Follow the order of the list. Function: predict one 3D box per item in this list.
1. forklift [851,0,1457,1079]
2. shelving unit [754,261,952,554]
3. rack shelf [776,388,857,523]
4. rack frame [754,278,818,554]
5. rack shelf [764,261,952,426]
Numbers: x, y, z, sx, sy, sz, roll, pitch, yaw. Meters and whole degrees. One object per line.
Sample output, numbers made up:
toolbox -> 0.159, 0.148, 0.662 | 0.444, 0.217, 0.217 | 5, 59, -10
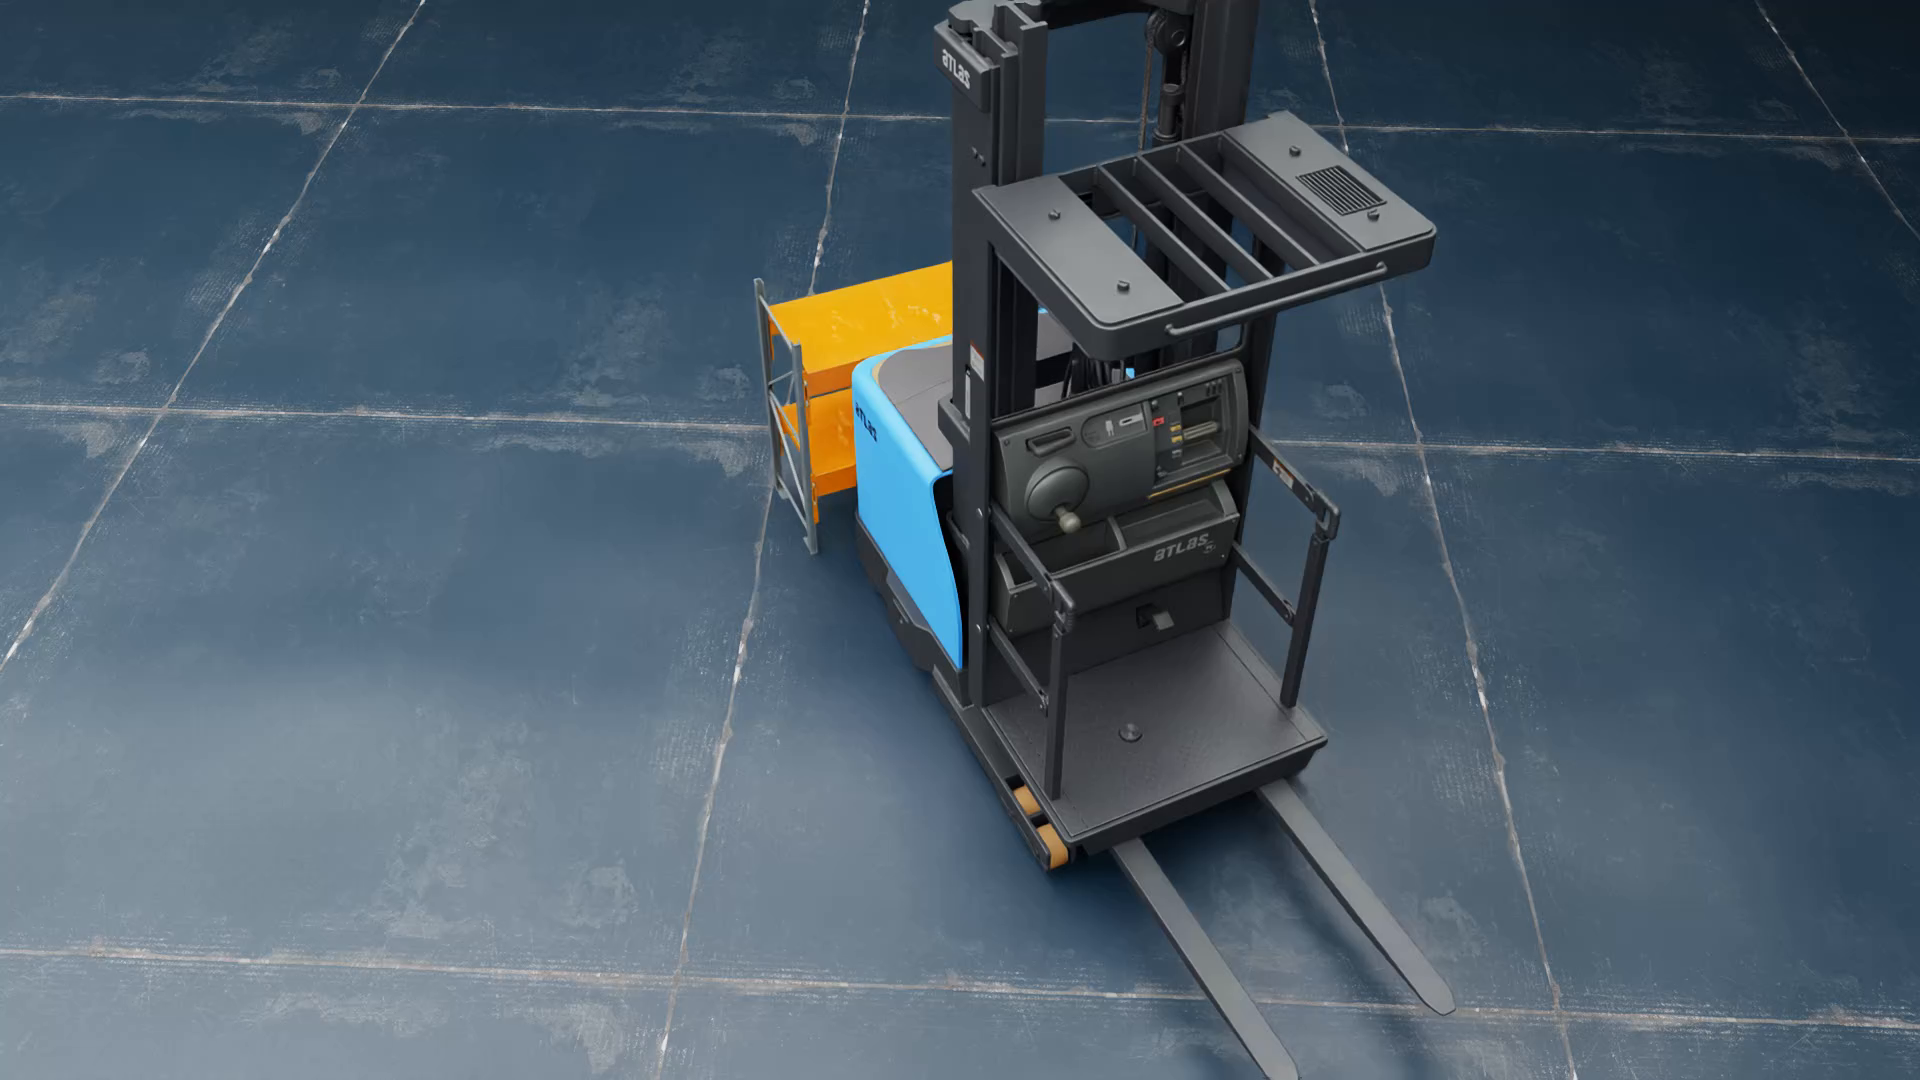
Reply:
forklift -> 0.652, -0.223, 5.425 | 1.130, 2.935, 3.031 | -18, 46, -19
shelving unit -> -0.270, -0.649, 7.206 | 1.048, 1.125, 0.538 | -17, 46, -17
rack shelf -> -0.270, -0.470, 7.373 | 1.000, 0.278, 0.538 | -17, 46, -17
rack frame -> -0.735, -0.509, 7.056 | 0.032, 1.125, 0.500 | -17, 46, -17
rack shelf -> -0.270, -0.863, 7.007 | 1.000, 0.278, 0.538 | -17, 46, -17
